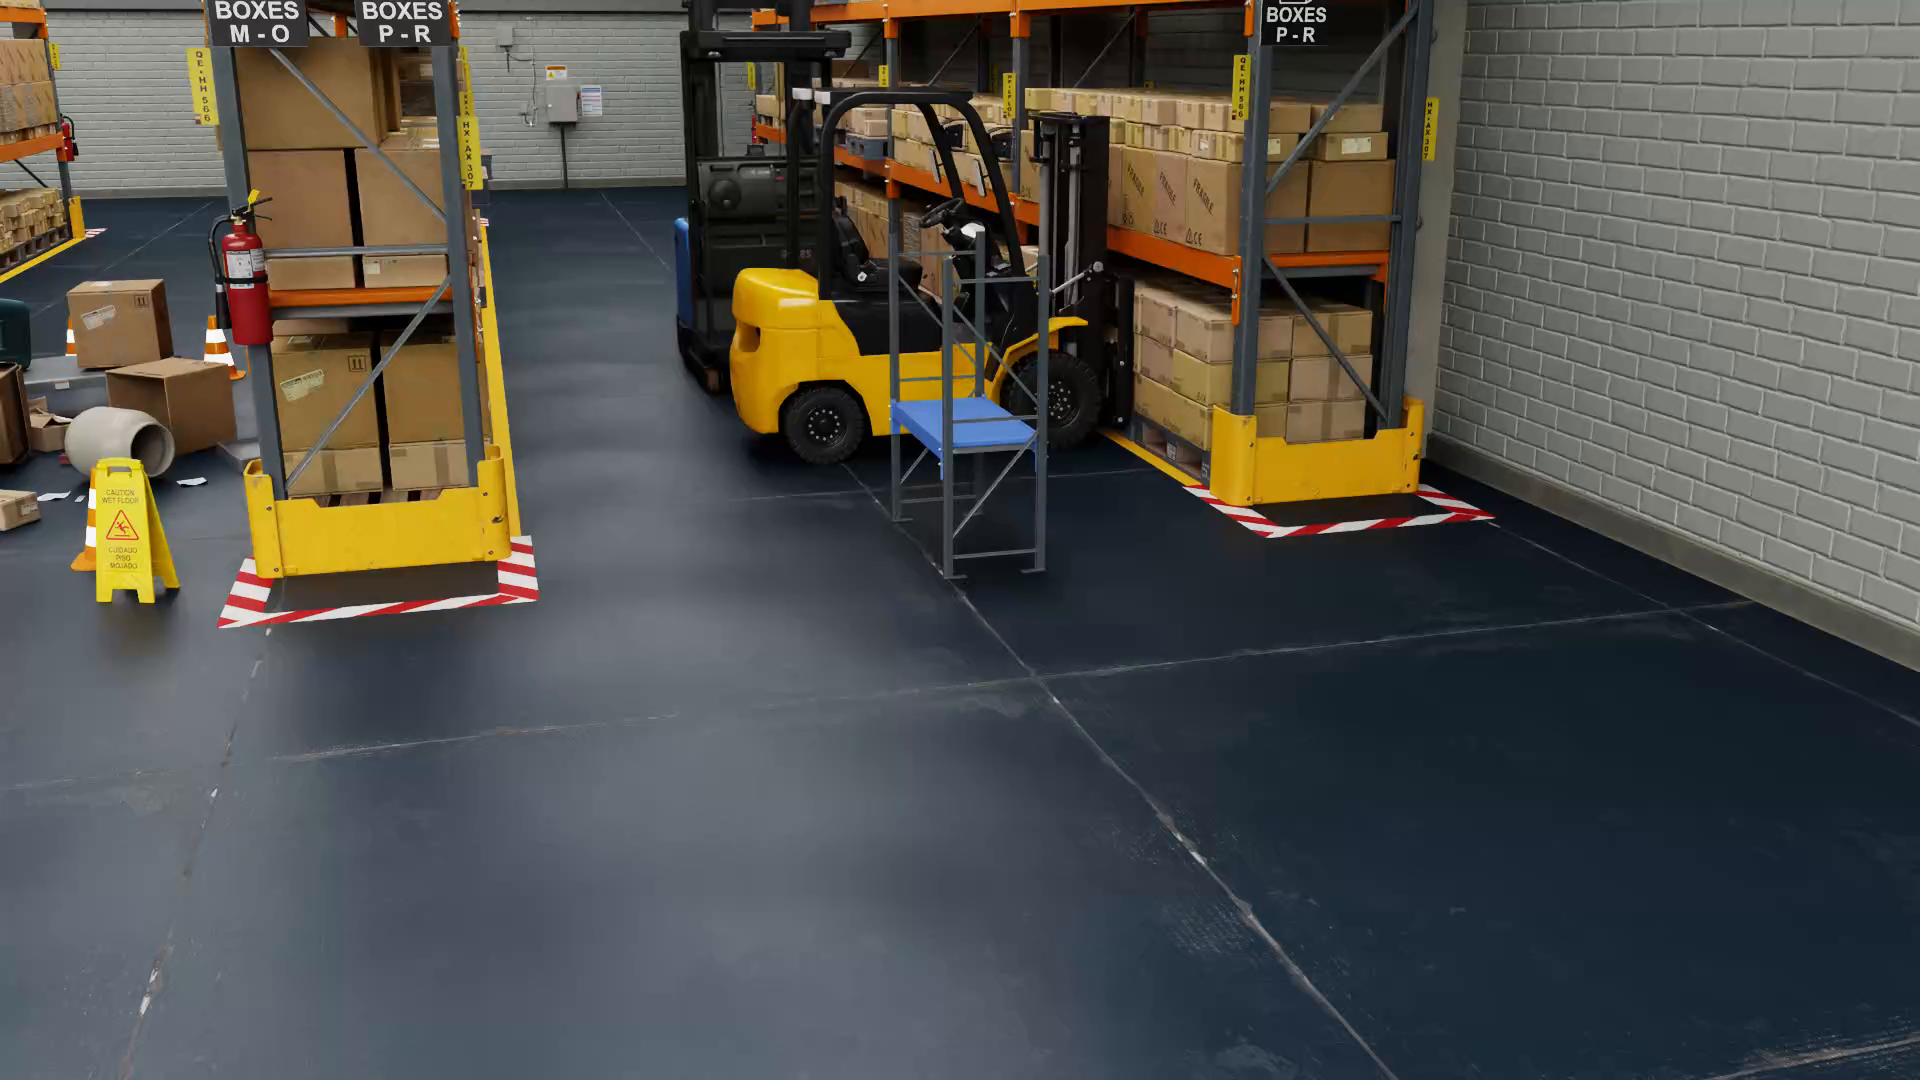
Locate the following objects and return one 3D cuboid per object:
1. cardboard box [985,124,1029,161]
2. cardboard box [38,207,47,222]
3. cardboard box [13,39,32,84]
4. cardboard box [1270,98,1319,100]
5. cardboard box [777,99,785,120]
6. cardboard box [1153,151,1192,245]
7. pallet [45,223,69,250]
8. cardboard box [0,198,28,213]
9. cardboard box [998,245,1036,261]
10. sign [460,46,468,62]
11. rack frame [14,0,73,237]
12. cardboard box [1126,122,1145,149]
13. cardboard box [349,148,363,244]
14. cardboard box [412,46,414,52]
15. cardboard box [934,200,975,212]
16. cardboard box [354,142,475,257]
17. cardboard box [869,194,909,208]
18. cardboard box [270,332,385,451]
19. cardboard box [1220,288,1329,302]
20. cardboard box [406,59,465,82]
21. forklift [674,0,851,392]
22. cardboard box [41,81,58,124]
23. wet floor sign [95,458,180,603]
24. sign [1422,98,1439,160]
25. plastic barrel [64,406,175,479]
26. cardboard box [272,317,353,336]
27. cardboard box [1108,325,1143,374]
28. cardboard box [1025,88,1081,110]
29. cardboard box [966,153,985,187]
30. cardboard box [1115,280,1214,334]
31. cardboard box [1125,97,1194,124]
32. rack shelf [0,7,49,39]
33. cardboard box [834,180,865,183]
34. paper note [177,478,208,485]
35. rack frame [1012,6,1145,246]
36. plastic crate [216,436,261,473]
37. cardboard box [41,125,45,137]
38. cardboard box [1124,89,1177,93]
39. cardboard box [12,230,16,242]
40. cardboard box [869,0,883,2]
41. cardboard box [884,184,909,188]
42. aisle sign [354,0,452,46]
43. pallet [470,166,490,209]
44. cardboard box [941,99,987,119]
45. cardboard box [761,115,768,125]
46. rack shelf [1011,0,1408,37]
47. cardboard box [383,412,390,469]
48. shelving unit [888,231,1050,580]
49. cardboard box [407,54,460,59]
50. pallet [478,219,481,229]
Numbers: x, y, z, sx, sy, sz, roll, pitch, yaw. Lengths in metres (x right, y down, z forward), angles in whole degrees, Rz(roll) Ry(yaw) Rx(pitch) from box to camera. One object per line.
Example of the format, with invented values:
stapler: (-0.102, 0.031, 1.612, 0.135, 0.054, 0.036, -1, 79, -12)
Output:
cardboard box: (0.507, -3.107, 12.973, 0.500, 0.250, 0.500, -5, 17, -16)
cardboard box: (-11.195, -3.899, 19.927, 0.380, 0.149, 0.250, -4, 17, -14)
cardboard box: (-11.258, -5.609, 19.482, 0.500, 0.500, 0.500, -4, 17, -12)
cardboard box: (1.921, -2.545, 9.891, 0.380, 0.149, 0.250, -5, 17, -15)
cardboard box: (-2.102, -5.648, 21.783, 0.500, 0.250, 0.500, -5, 17, -17)
cardboard box: (1.466, -2.025, 9.805, 0.500, 0.500, 0.500, -4, 17, -14)
pallet: (-11.703, -3.746, 20.556, 1.003, 0.211, 1.213, -5, 17, -15)
cardboard box: (-11.114, -3.890, 19.381, 0.380, 0.149, 0.250, -5, 17, -15)
cardboard box: (0.734, -2.031, 13.397, 0.875, 0.625, 0.625, -4, 17, -13)
sign: (-6.656, -6.456, 22.308, 0.100, 0.325, 0.005, -5, 17, -15)
rack frame: (-11.913, -5.330, 20.982, 1.000, 3.000, 0.127, -5, 17, -15)
cardboard box: (1.246, -2.502, 10.267, 0.380, 0.149, 0.250, -5, 17, -15)
cardboard box: (-3.332, -1.781, 8.477, 0.500, 0.500, 0.500, -5, 17, -15)
cardboard box: (-6.500, -5.692, 19.147, 0.380, 0.149, 0.250, -5, 17, -15)
cardboard box: (-0.055, -3.414, 17.090, 0.380, 0.149, 0.250, -4, 17, -12)
cardboard box: (-2.648, -1.667, 8.097, 0.500, 0.500, 0.500, -5, 17, -16)
cardboard box: (-0.754, -3.587, 17.668, 0.380, 0.149, 0.250, -4, 17, -14)
cardboard box: (-3.255, -0.768, 8.541, 0.500, 0.500, 0.500, -5, 17, -15)
cardboard box: (1.896, -1.366, 10.098, 0.500, 0.250, 0.500, -5, 17, -15)
cardboard box: (-3.673, -3.290, 11.643, 0.380, 0.149, 0.250, -5, 17, -15)
forklift: (-1.391, -2.595, 11.996, 1.130, 2.935, 3.031, -5, 17, -16)
cardboard box: (-11.542, -5.417, 20.579, 0.500, 0.500, 0.500, -4, 17, -14)
wet floor sign: (-3.761, -0.059, 7.527, 0.267, 0.644, 0.232, 1, 17, 4)
sign: (2.522, -2.212, 8.959, 0.100, 0.325, 0.005, -5, 17, -15)
plastic barrel: (-4.808, -0.541, 9.519, 0.512, 0.421, 0.421, 7, 18, 23)
cardboard box: (-3.421, -1.175, 8.768, 0.380, 0.149, 0.250, -4, 17, -14)
cardboard box: (1.263, -1.232, 10.518, 0.500, 0.250, 0.500, -5, 17, -17)
cardboard box: (0.690, -3.213, 12.116, 0.380, 0.149, 0.250, -4, 17, -14)
cardboard box: (0.354, -3.009, 13.516, 0.500, 0.250, 0.500, -5, 17, -16)
cardboard box: (1.266, -1.463, 10.419, 0.500, 0.250, 0.500, -4, 17, -15)
cardboard box: (1.239, -2.646, 10.227, 0.380, 0.149, 0.250, -4, 17, -14)
rack shelf: (-11.364, -5.869, 18.813, 1.077, 0.370, 4.000, -5, 17, -15)
cardboard box: (-1.318, -4.160, 19.576, 0.380, 0.149, 0.250, -5, 17, -17)
paper note: (-4.401, -0.341, 9.533, 0.142, 0.019, 0.148, -12, 20, -34)
rack frame: (0.888, -2.824, 12.638, 1.000, 3.000, 0.127, -5, 17, -15)
plastic crate: (-4.241, -0.533, 10.087, 0.402, 0.080, 0.583, -12, 20, -34)
cardboard box: (-11.436, -5.002, 20.327, 0.380, 0.149, 0.250, -5, 17, -16)
cardboard box: (1.381, -3.115, 11.791, 0.380, 0.149, 0.250, -5, 17, -16)
cardboard box: (-11.022, -3.462, 18.988, 0.380, 0.149, 0.250, -5, 18, -18)
cardboard box: (-0.586, -5.418, 16.320, 0.500, 0.250, 0.500, -5, 18, -17)
cardboard box: (-0.660, -3.984, 18.989, 0.380, 0.149, 0.250, -4, 17, -14)
aisle sign: (-2.469, -2.576, 7.295, 0.394, 0.787, 0.004, -5, 17, -15)
pallet: (-3.954, -2.561, 12.098, 1.003, 0.211, 1.213, -5, 17, -15)
cardboard box: (0.053, -3.677, 14.179, 0.380, 0.149, 0.250, -5, 17, -17)
cardboard box: (-2.583, -5.910, 23.349, 0.380, 0.149, 0.250, -5, 17, -16)
rack shelf: (1.437, -3.362, 10.468, 1.077, 0.370, 4.000, -5, 17, -15)
cardboard box: (-3.400, -0.554, 9.133, 0.500, 0.250, 0.500, -5, 17, -15)
shelving unit: (0.023, -0.695, 8.158, 0.538, 1.500, 1.048, -5, 17, -15)
cardboard box: (-5.156, -4.500, 16.307, 0.500, 0.500, 0.500, -4, 17, -14)
pallet: (-6.555, -3.862, 20.942, 1.003, 0.211, 1.213, -5, 17, -15)
